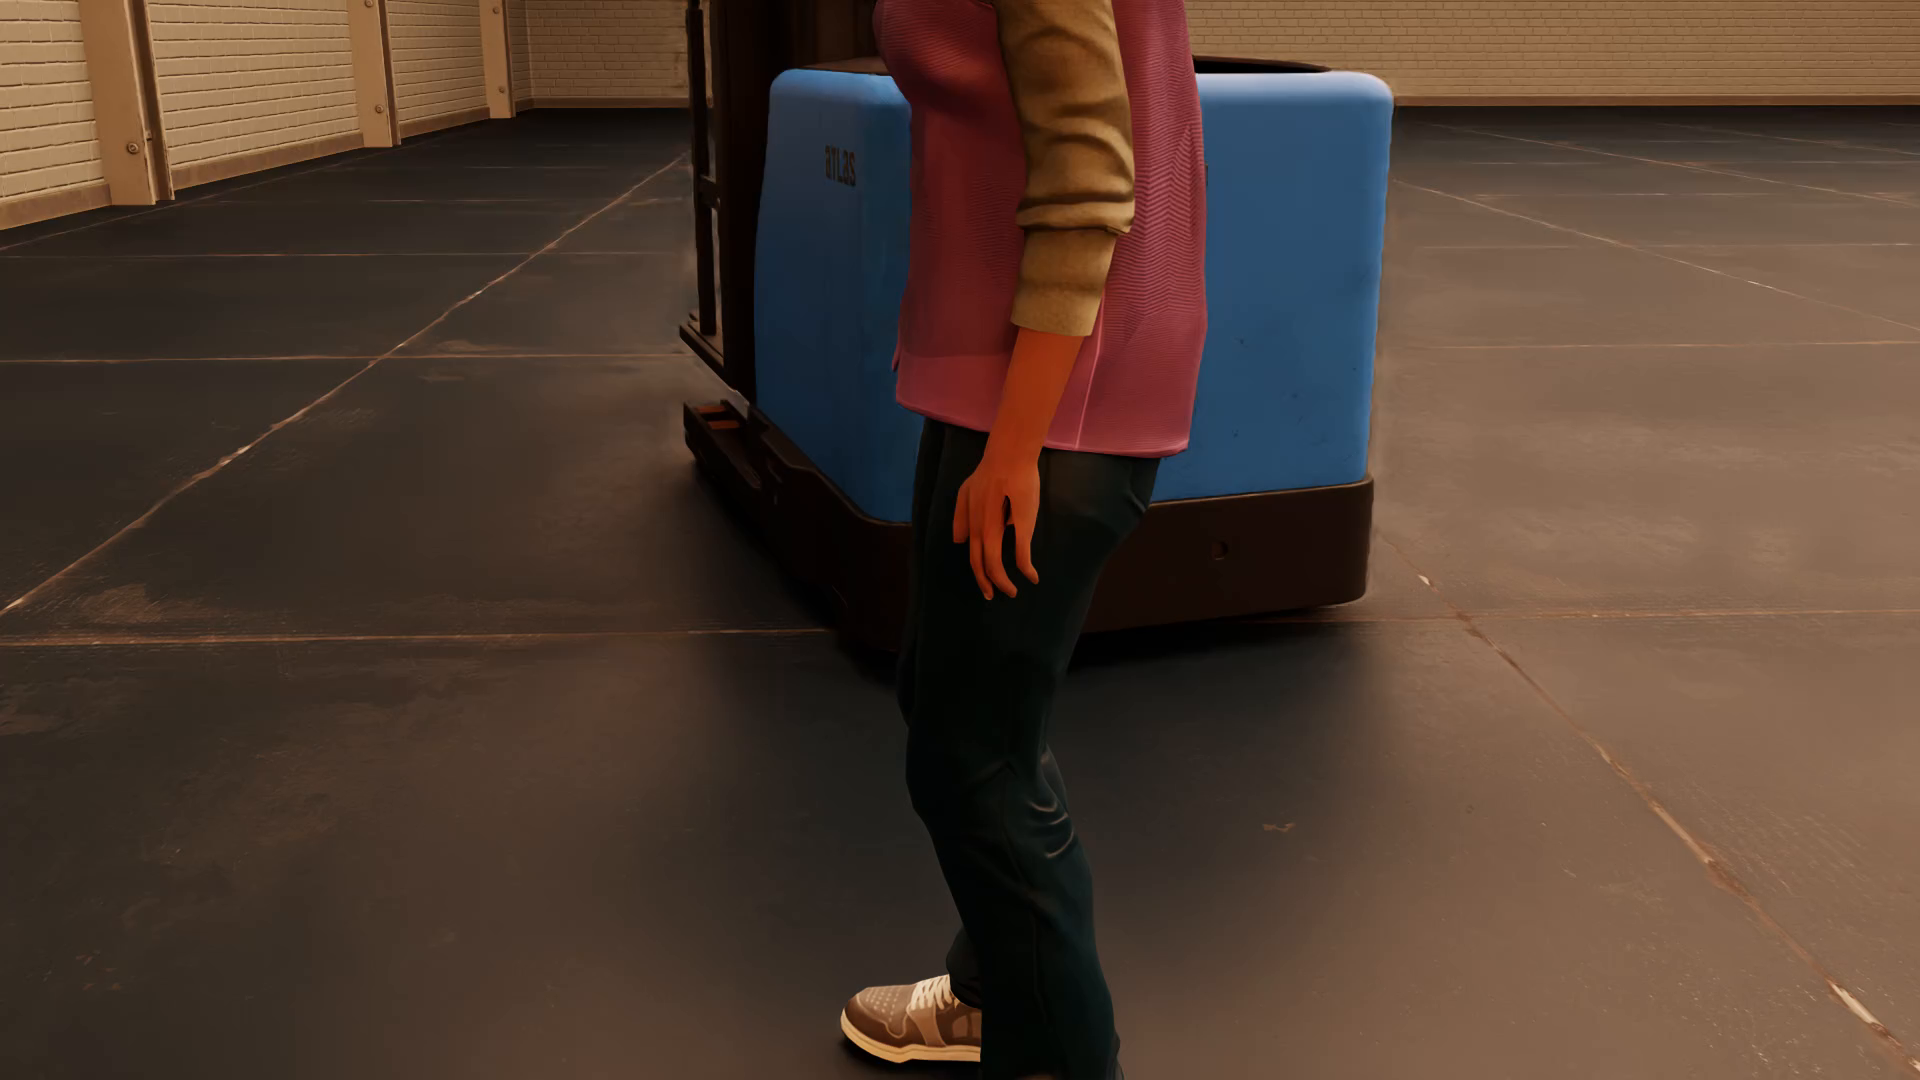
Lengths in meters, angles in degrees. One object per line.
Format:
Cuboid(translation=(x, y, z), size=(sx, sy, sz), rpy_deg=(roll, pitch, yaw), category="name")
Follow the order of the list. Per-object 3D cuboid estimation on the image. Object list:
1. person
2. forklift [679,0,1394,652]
Cuboid(translation=(0.040, -0.112, 1.569), size=(0.348, 1.590, 0.466), rpy_deg=(-1, 17, -4), category="person")
Cuboid(translation=(-0.129, -1.589, 4.101), size=(1.130, 2.935, 3.031), rpy_deg=(-6, 18, -18), category="forklift")
